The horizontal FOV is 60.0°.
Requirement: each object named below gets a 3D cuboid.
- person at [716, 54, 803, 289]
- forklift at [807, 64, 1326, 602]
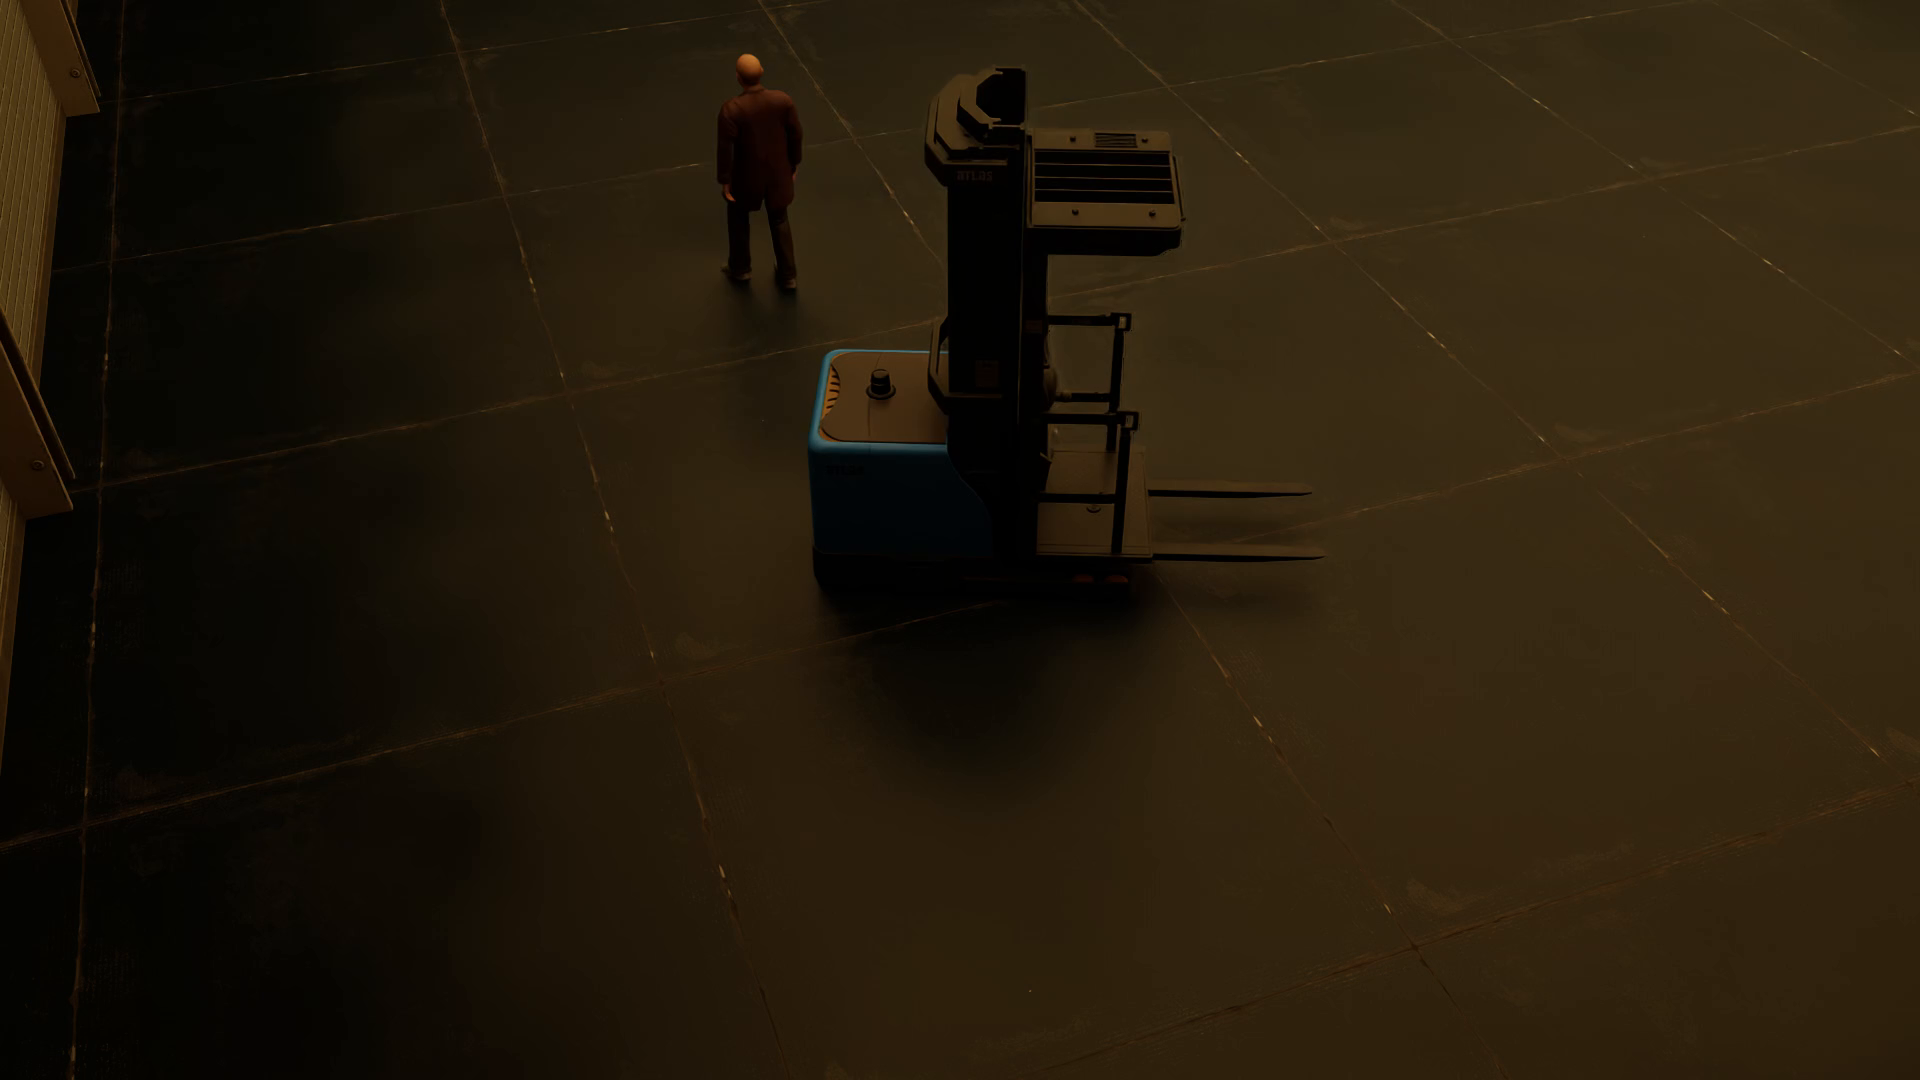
[{"bbox_3d":[-1.471,-2.682,12.129,0.671,1.804,0.576,-15,42,-17],"label":"person"},{"bbox_3d":[0.660,-1.106,9.314,3.031,2.935,1.130,1,40,2],"label":"forklift"}]
